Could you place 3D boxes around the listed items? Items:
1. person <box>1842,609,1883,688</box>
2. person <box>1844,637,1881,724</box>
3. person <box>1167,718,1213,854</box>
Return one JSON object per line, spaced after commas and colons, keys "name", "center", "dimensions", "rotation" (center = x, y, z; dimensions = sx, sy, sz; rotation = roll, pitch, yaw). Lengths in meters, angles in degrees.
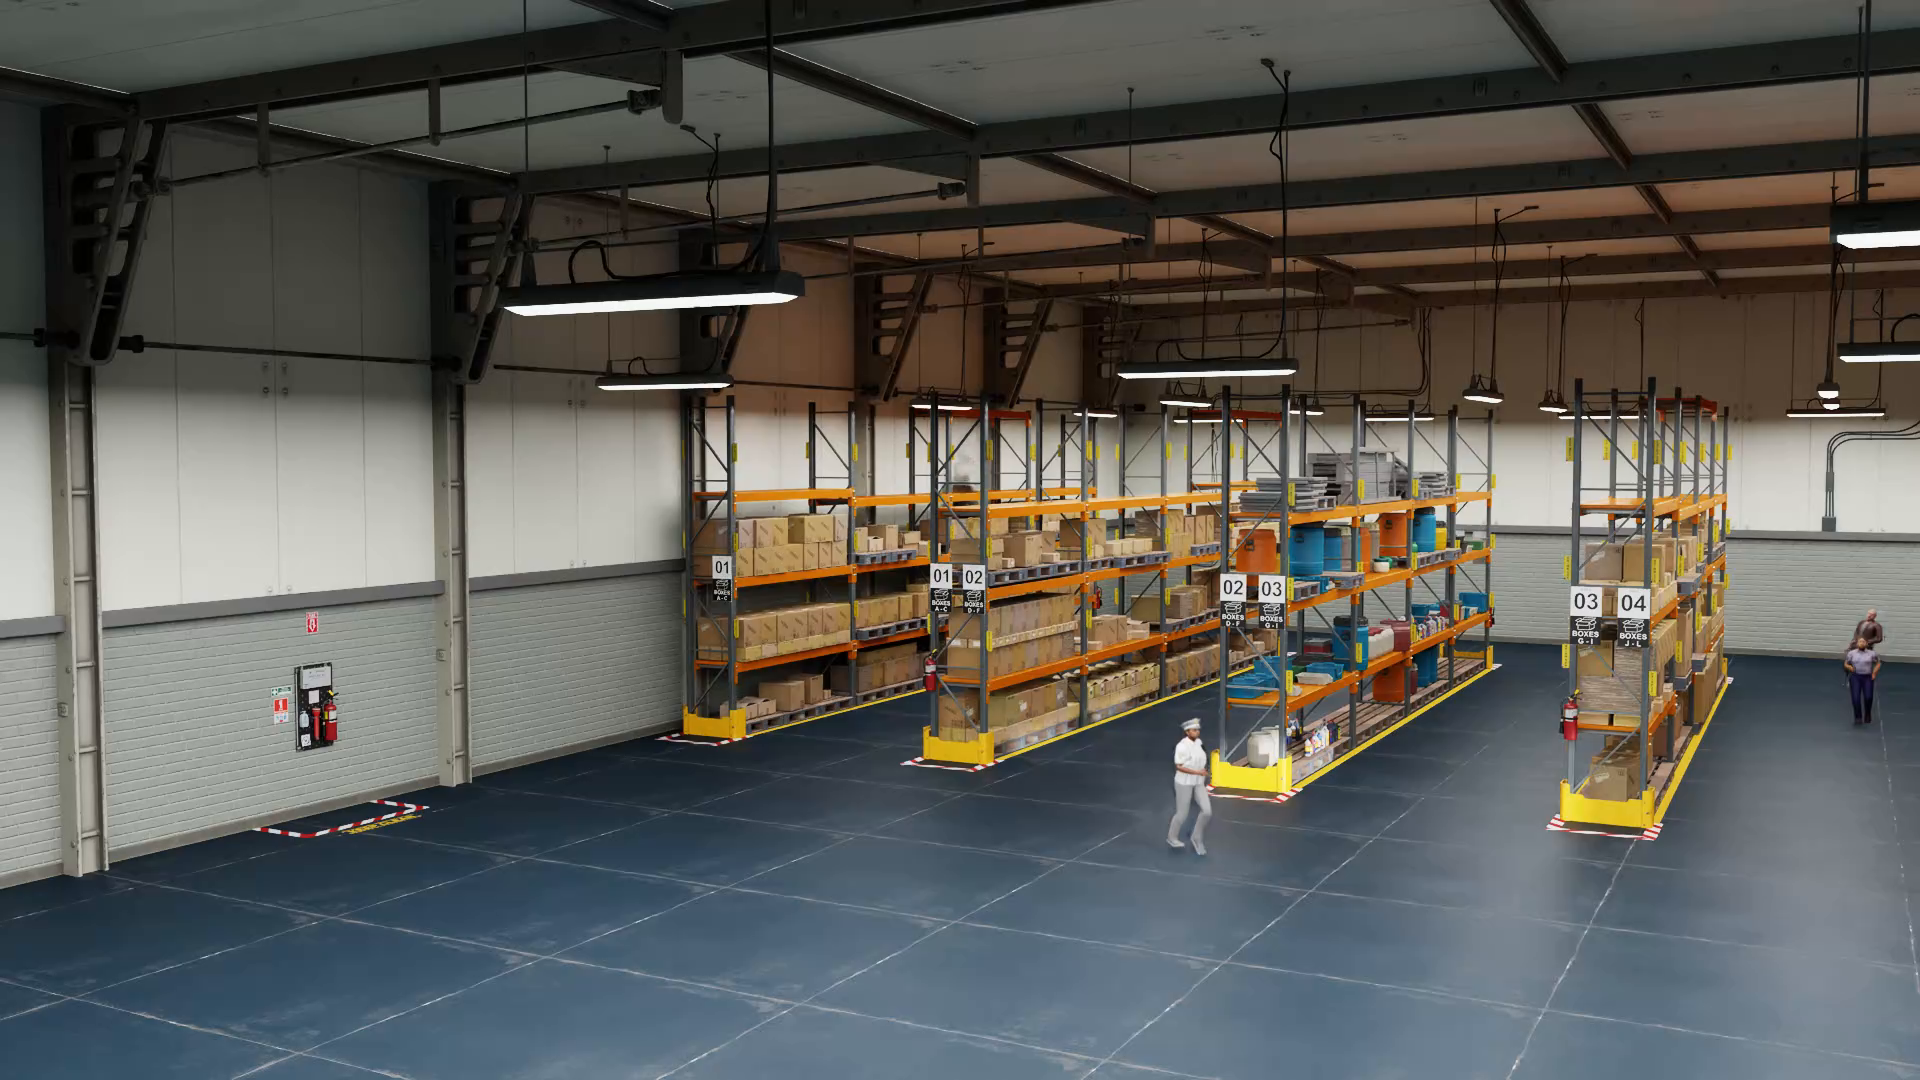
{"name": "person", "center": [19.050, 2.300, 35.165], "dimensions": [0.560, 1.692, 0.790], "rotation": [-1, 3, -14]}
{"name": "person", "center": [16.547, 2.583, 30.528], "dimensions": [0.572, 1.607, 0.556], "rotation": [2, 3, 31]}
{"name": "person", "center": [2.902, 3.084, 20.770], "dimensions": [0.595, 1.756, 0.718], "rotation": [-2, 4, -37]}
